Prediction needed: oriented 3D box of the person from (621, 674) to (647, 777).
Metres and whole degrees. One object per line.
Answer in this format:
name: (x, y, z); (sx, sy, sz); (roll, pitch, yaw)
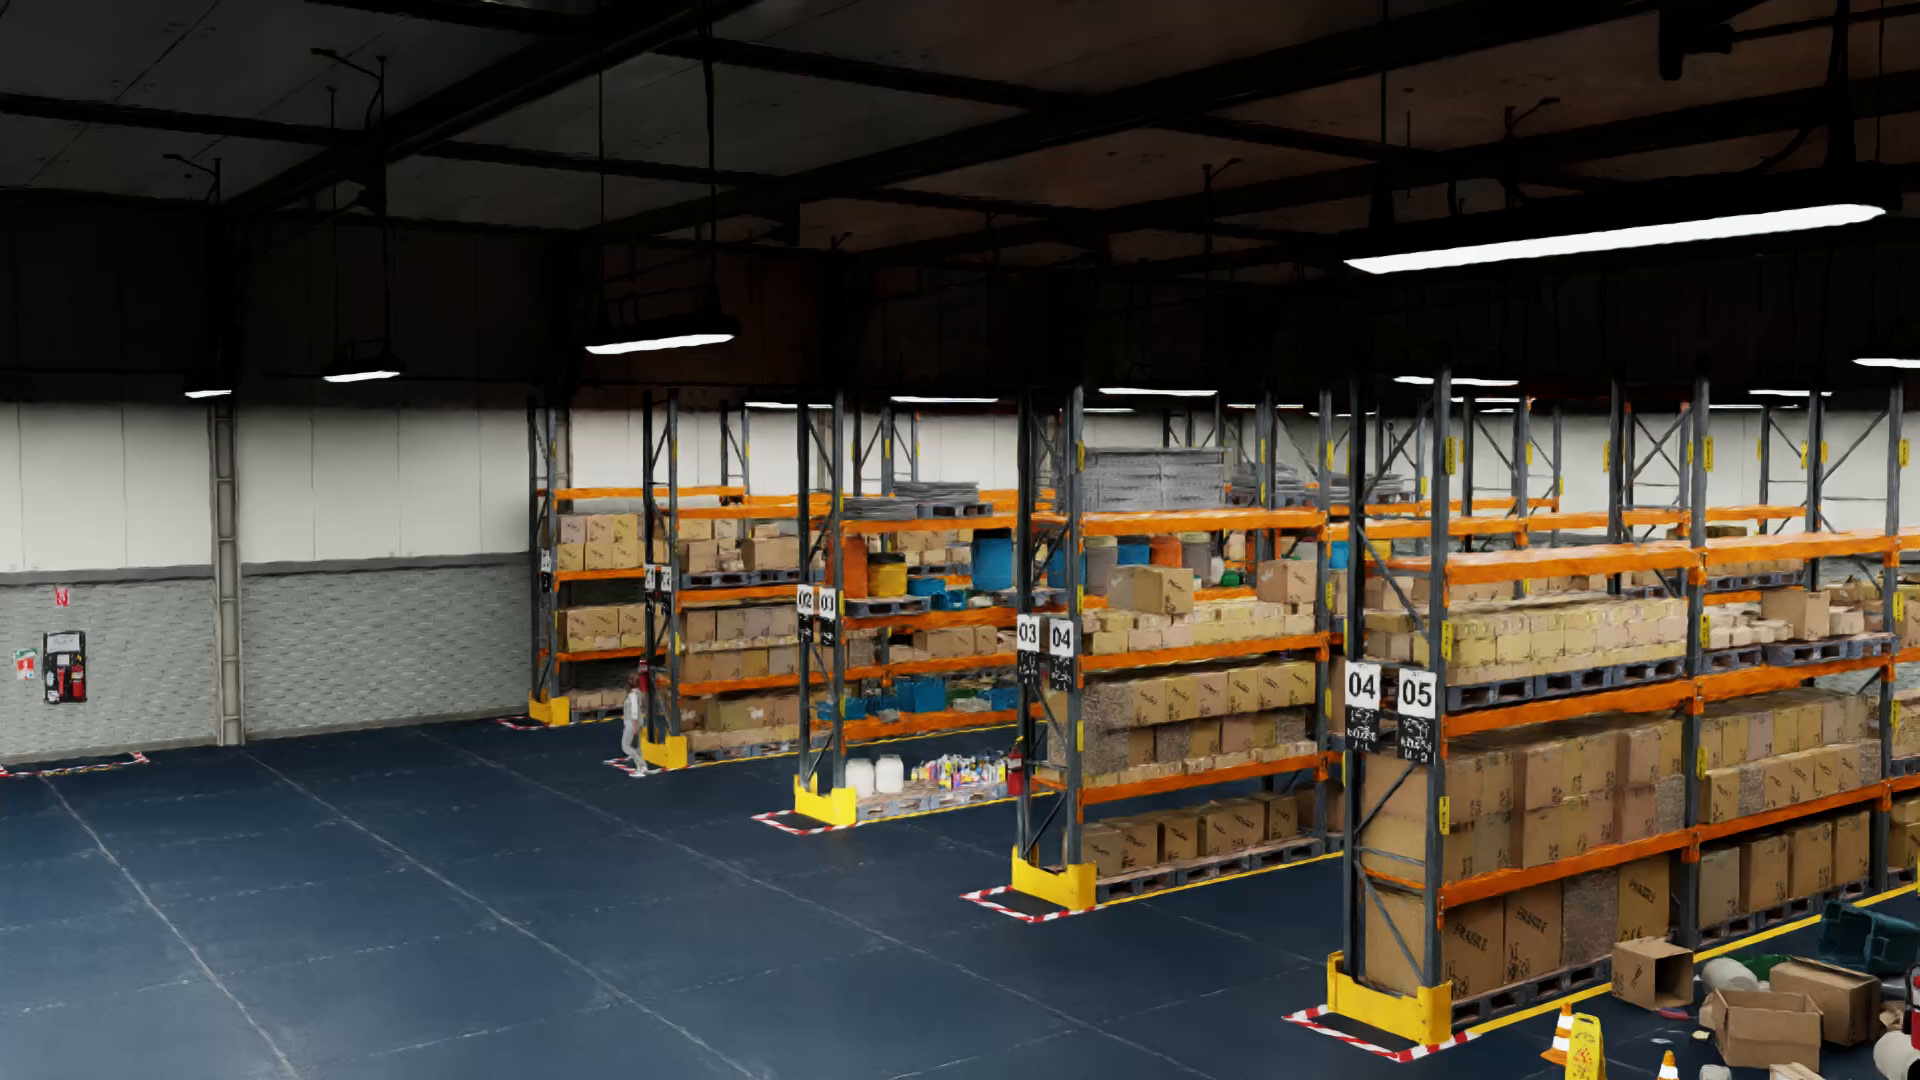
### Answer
person: (-4.984, 2.867, 25.566); (0.427, 1.566, 0.546); (1, 3, 10)
